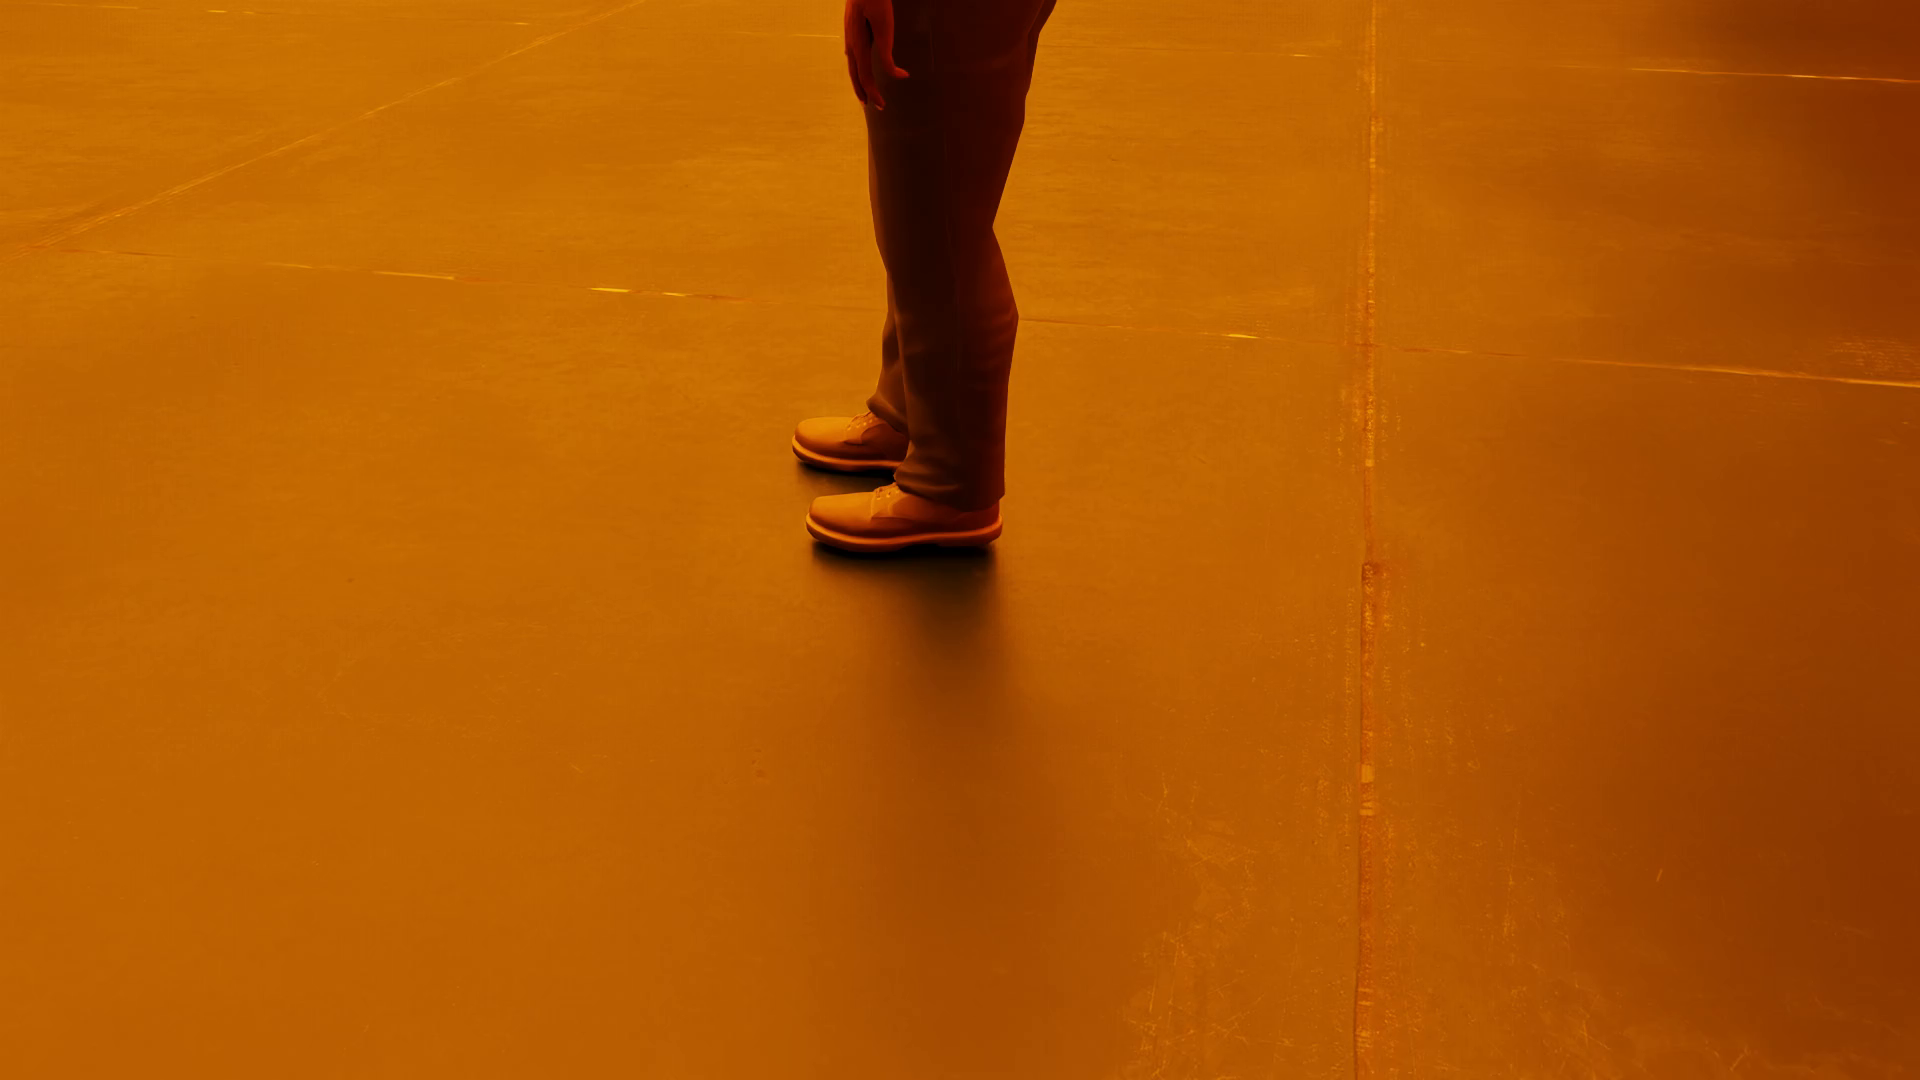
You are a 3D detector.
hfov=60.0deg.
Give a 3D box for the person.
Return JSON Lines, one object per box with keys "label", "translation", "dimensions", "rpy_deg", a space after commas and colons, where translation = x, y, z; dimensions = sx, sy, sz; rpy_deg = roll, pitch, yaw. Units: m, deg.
{"label": "person", "translation": [-0.081, -0.762, 2.159], "dimensions": [0.504, 1.654, 0.569], "rpy_deg": [6, 27, 11]}
